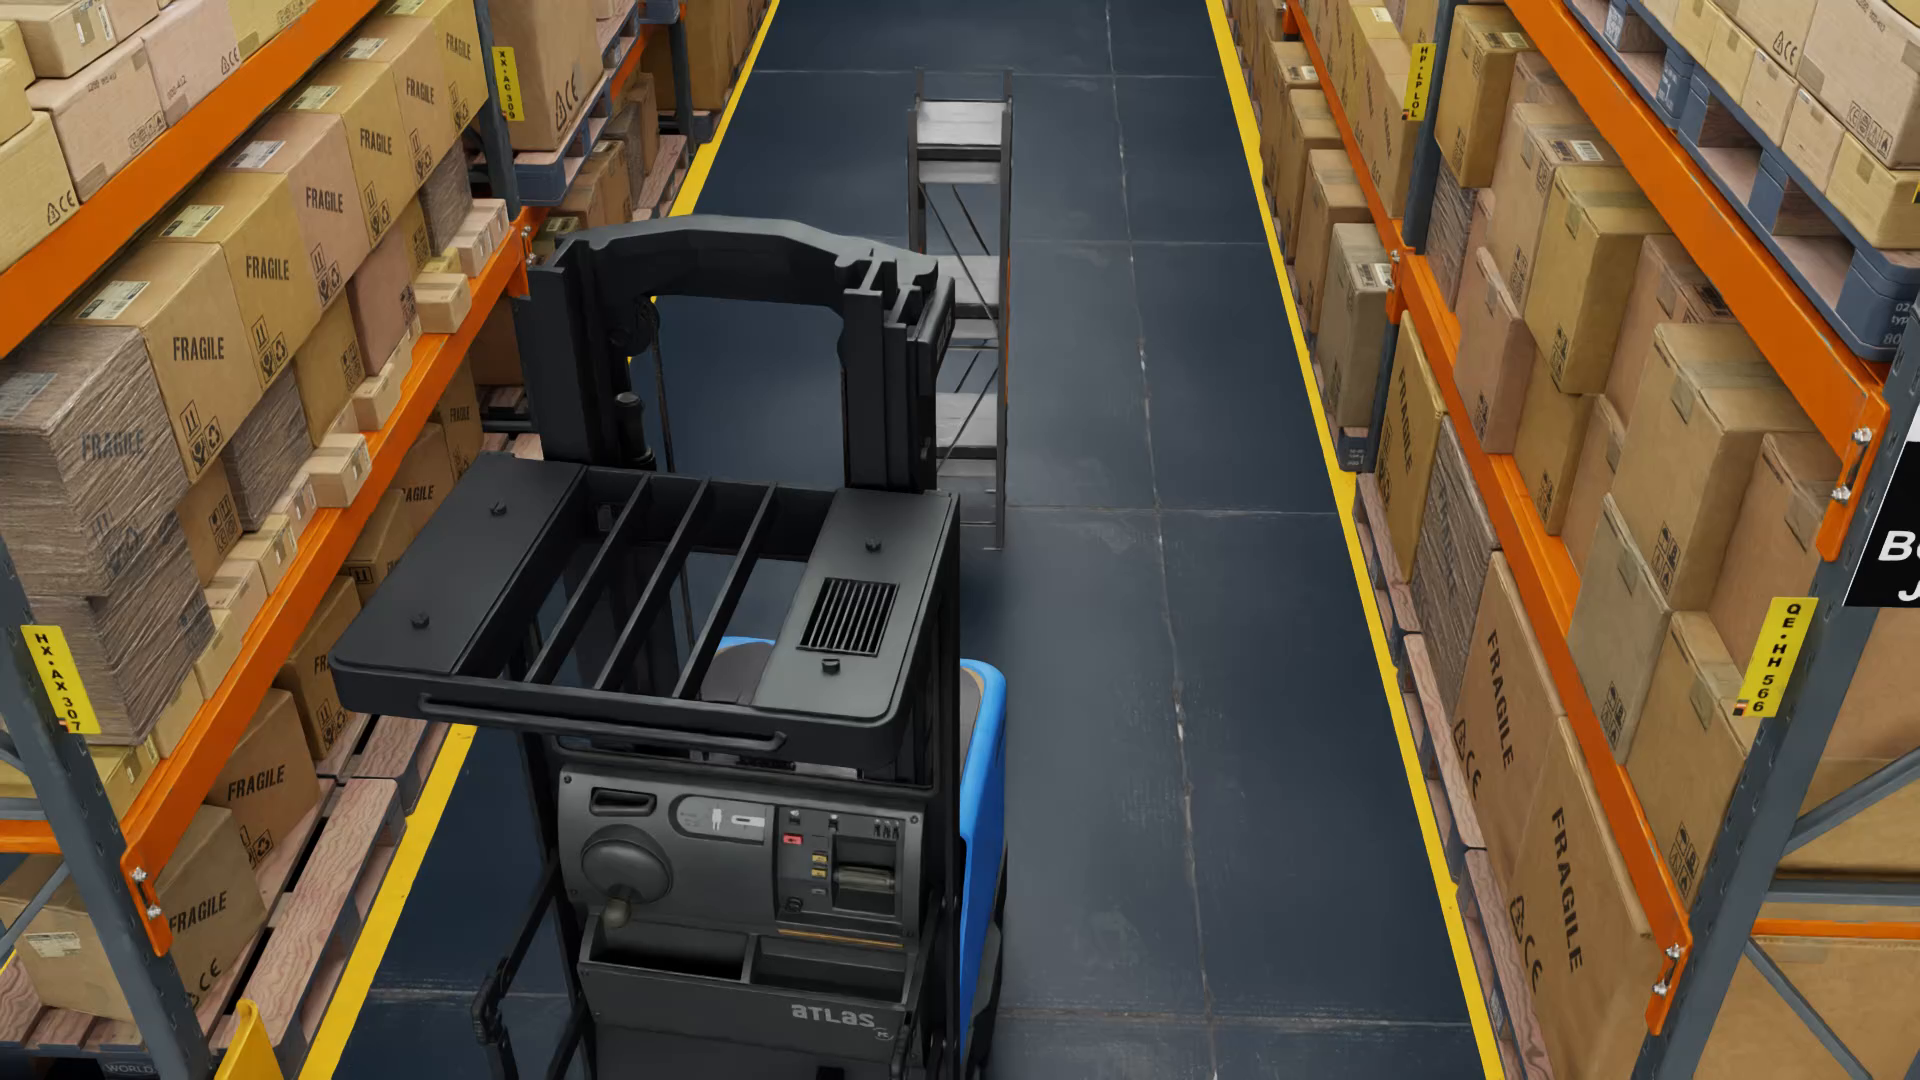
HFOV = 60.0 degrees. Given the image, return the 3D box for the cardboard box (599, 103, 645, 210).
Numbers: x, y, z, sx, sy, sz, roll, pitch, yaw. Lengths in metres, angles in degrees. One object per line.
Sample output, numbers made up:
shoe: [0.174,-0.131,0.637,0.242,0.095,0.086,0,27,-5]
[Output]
cardboard box: [-2.356,-2.376,10.314,0.700,0.500,0.500,-1,35,-2]

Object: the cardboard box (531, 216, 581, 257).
cardboard box: [-2.416,-1.408,8.936,0.700,0.500,0.500,1,35,2]

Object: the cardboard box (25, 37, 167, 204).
cardboard box: [-2.369,-1.060,4.171,0.500,0.250,0.500,1,35,1]

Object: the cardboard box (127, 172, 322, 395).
cardboard box: [-2.321,-0.783,5.040,0.500,0.500,0.500,1,35,2]

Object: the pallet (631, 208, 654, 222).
pallet: [-2.425,-1.634,9.892,1.003,0.211,1.213,1,35,2]

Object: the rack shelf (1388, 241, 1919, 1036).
rack shelf: [2.371,-0.009,5.780,1.077,0.370,4.000,1,35,2]

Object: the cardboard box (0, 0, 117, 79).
cardboard box: [-2.343,-1.258,4.107,0.380,0.149,0.250,3,35,4]

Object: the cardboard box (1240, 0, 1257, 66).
cardboard box: [2.407,-3.886,12.480,0.500,0.500,0.500,0,35,0]

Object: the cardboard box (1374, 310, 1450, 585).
cardboard box: [2.356,-0.395,7.186,0.875,0.875,0.875,2,35,3]

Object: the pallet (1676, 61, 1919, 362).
pallet: [2.310,-0.772,3.708,1.003,0.211,1.213,1,35,2]

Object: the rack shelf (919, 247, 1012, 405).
rack shelf: [0.007,-0.943,7.289,0.431,0.518,0.480,1,35,2]

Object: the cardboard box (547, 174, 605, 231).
cardboard box: [-2.394,-1.730,9.394,0.730,0.500,0.544,1,35,1]

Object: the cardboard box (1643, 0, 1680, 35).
cardboard box: [2.017,-1.420,4.320,0.380,0.149,0.250,2,35,2]

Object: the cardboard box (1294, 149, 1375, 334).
cardboard box: [2.429,-1.617,9.033,1.050,0.750,0.750,1,35,2]

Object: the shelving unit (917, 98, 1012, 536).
shelving unit: [5.825,-2.156,6.256,12.070,5.092,0.667,1,35,2]

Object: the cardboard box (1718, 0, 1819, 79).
cardboard box: [2.052,-1.230,3.702,0.500,0.250,0.500,1,35,2]

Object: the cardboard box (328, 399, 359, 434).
cardboard box: [-2.377,-0.389,5.913,0.380,0.149,0.250,1,35,2]

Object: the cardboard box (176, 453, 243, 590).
cardboard box: [-2.711,-0.095,4.931,0.875,0.500,0.500,1,35,2]

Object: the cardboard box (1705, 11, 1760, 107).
cardboard box: [1.997,-1.128,3.904,0.380,0.149,0.250,2,35,2]

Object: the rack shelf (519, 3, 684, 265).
rack shelf: [-2.420,-2.480,9.295,1.077,0.370,4.000,1,35,2]

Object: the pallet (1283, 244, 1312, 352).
pallet: [2.453,-1.459,9.643,1.003,0.211,1.213,1,35,2]

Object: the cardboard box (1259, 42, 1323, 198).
cardboard box: [2.498,-2.654,10.509,1.050,0.750,0.750,1,35,1]

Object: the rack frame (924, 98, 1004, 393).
rack frame: [0.018,-1.094,7.481,0.380,1.831,0.006,1,35,2]

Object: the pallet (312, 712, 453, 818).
pallet: [-2.538,0.605,6.705,1.003,0.211,1.213,1,35,2]

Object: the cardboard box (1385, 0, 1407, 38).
cardboard box: [2.505,-2.774,8.131,0.700,0.500,0.500,2,35,2]

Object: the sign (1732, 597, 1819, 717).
sign: [1.749,0.255,3.566,0.100,0.325,0.005,1,35,2]

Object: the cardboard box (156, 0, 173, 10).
cardboard box: [-2.333,-1.555,4.529,0.380,0.149,0.250,0,35,0]

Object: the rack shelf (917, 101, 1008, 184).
rack shelf: [0.007,-1.628,6.808,0.368,0.174,0.457,1,35,2]

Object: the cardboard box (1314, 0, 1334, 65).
cardboard box: [2.286,-2.958,9.263,0.500,0.500,0.500,1,35,2]

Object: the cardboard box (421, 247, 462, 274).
cardboard box: [-2.305,-1.106,6.934,0.380,0.149,0.250,1,35,2]

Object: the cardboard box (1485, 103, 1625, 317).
cardboard box: [2.337,-1.119,5.663,0.875,0.550,0.550,1,35,2]

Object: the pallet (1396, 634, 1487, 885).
pallet: [2.296,0.826,6.391,1.003,0.211,1.213,1,35,2]

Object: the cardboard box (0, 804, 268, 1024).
cardboard box: [-2.619,1.166,5.291,0.500,0.500,0.500,8,36,11]

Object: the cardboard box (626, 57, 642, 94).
cardboard box: [-2.337,-3.002,10.551,0.500,0.250,0.500,3,35,4]

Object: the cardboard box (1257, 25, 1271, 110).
cardboard box: [2.377,-3.284,11.622,0.500,0.500,0.500,1,35,2]

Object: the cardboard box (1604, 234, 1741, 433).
cardboard box: [2.432,-0.506,4.792,0.875,0.550,0.550,1,35,2]

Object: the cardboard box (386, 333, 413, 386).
cardboard box: [-2.315,-0.675,6.320,0.380,0.149,0.250,1,35,2]

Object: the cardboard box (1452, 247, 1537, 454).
cardboard box: [2.310,-0.677,5.975,0.875,0.550,0.550,1,35,2]

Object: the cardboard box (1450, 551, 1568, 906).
cardboard box: [2.285,0.646,5.704,0.875,0.875,0.875,1,35,1]

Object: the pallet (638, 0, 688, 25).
pallet: [-2.262,-3.433,10.193,1.213,0.211,1.003,1,35,2]

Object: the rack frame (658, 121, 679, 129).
rack frame: [-2.337,-3.923,10.723,0.949,2.616,0.053,1,35,2]

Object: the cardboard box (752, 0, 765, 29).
cardboard box: [-2.207,-6.295,15.047,1.225,1.489,5.750,0,35,0]

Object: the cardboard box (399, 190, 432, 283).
cardboard box: [-2.636,-1.244,6.566,0.875,0.500,0.500,1,35,2]

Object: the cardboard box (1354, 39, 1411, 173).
cardboard box: [2.226,-2.090,8.028,0.500,0.500,0.500,1,35,1]

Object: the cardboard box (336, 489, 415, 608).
cardboard box: [-2.518,0.142,6.747,0.500,0.500,0.500,-2,35,-2]

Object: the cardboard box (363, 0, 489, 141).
cardboard box: [-2.244,-1.932,6.675,0.500,0.500,0.500,1,35,2]

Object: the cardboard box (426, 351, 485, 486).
cardboard box: [-2.557,-0.545,7.726,0.500,0.500,0.500,0,35,0]

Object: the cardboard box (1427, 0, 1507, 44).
cardboard box: [2.465,-2.188,7.298,0.700,0.500,0.500,1,35,1]

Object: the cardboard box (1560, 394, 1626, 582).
cardboard box: [2.409,-0.065,5.104,0.875,0.550,0.550,1,35,2]

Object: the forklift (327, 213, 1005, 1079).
forklift: [-0.587,0.861,3.976,1.121,2.935,3.031,5,35,8]

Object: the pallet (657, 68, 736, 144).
pallet: [-2.233,-3.234,12.167,1.003,0.211,1.213,1,35,2]

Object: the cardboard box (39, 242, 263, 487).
cardboard box: [-2.340,-0.495,4.631,0.500,0.500,0.500,1,35,2]

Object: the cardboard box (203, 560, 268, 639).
cardboard box: [-2.368,0.187,5.094,0.380,0.149,0.250,1,35,2]

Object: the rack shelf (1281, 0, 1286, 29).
rack shelf: [2.692,-4.605,12.320,1.077,0.370,4.000,1,35,2]

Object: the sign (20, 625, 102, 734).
sign: [-2.119,0.331,3.917,0.100,0.325,0.005,1,35,2]

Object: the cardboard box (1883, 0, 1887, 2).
cardboard box: [1.977,-1.162,3.260,0.380,0.149,0.250,1,35,2]
